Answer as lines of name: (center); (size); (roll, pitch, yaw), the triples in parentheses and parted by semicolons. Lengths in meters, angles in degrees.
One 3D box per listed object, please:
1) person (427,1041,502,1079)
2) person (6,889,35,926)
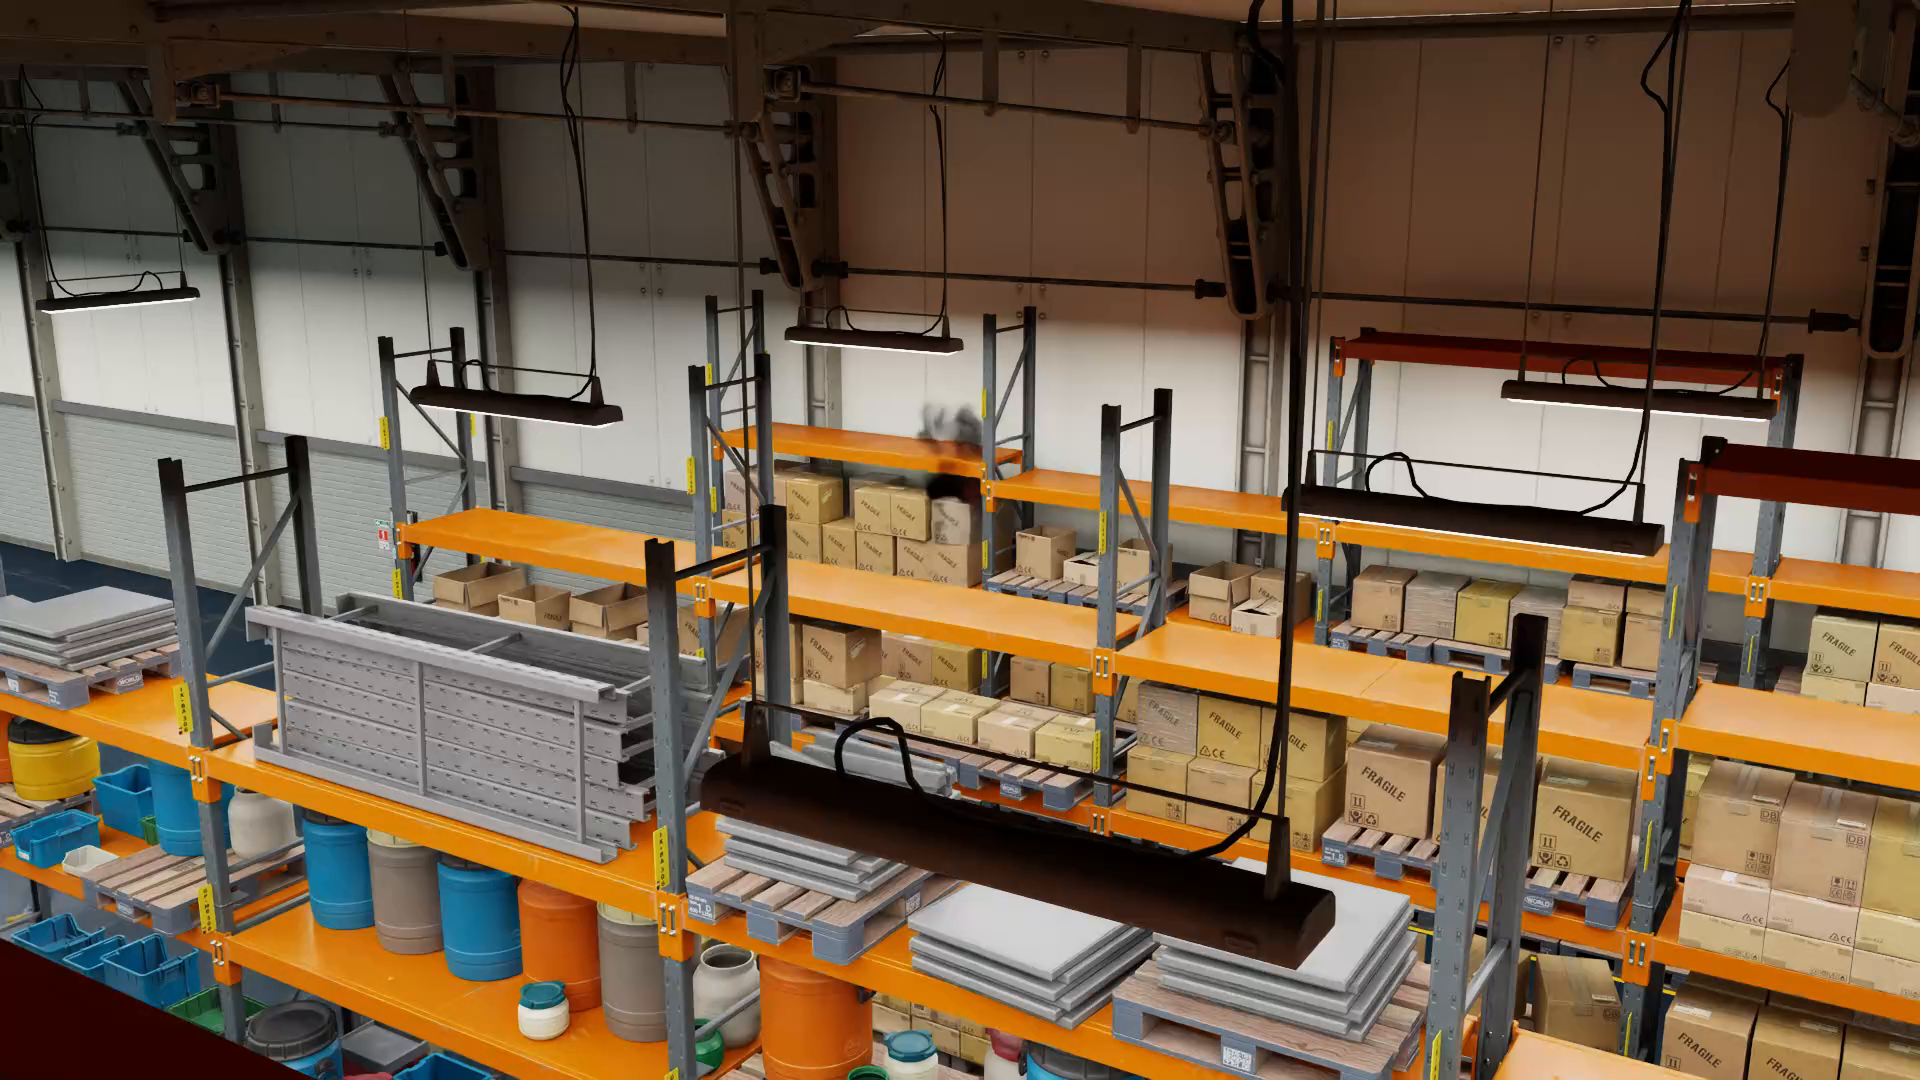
person: (-4.310, 3.833, 14.058); (0.925, 1.731, 0.659); (4, 15, 17)
person: (-9.387, 3.083, 17.162); (1.006, 1.737, 0.714); (-8, 16, -31)
